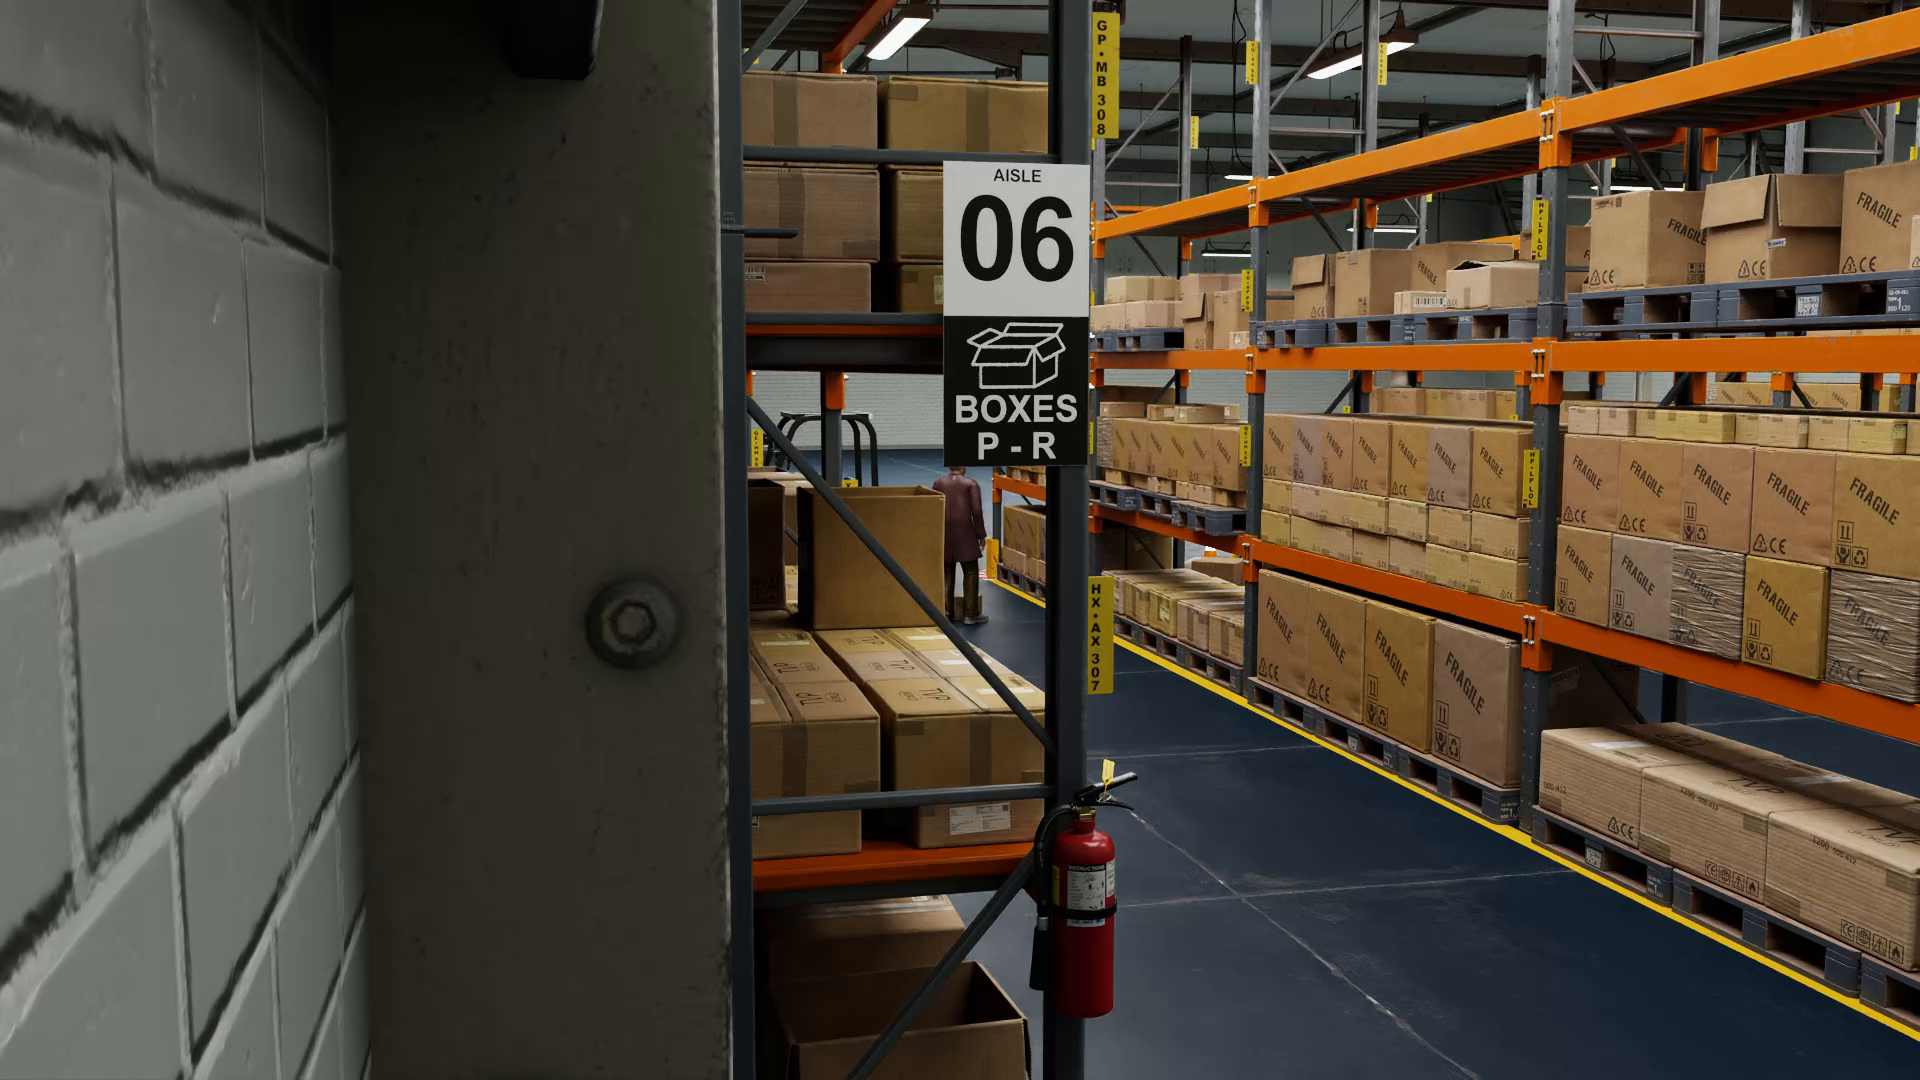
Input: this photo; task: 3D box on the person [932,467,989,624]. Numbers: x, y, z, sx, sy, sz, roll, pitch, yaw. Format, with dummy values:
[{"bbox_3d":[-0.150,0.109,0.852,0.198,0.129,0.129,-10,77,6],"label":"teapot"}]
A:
[{"bbox_3d":[-0.018,-0.020,17.314,0.640,1.773,0.427,3,7,24],"label":"person"}]
